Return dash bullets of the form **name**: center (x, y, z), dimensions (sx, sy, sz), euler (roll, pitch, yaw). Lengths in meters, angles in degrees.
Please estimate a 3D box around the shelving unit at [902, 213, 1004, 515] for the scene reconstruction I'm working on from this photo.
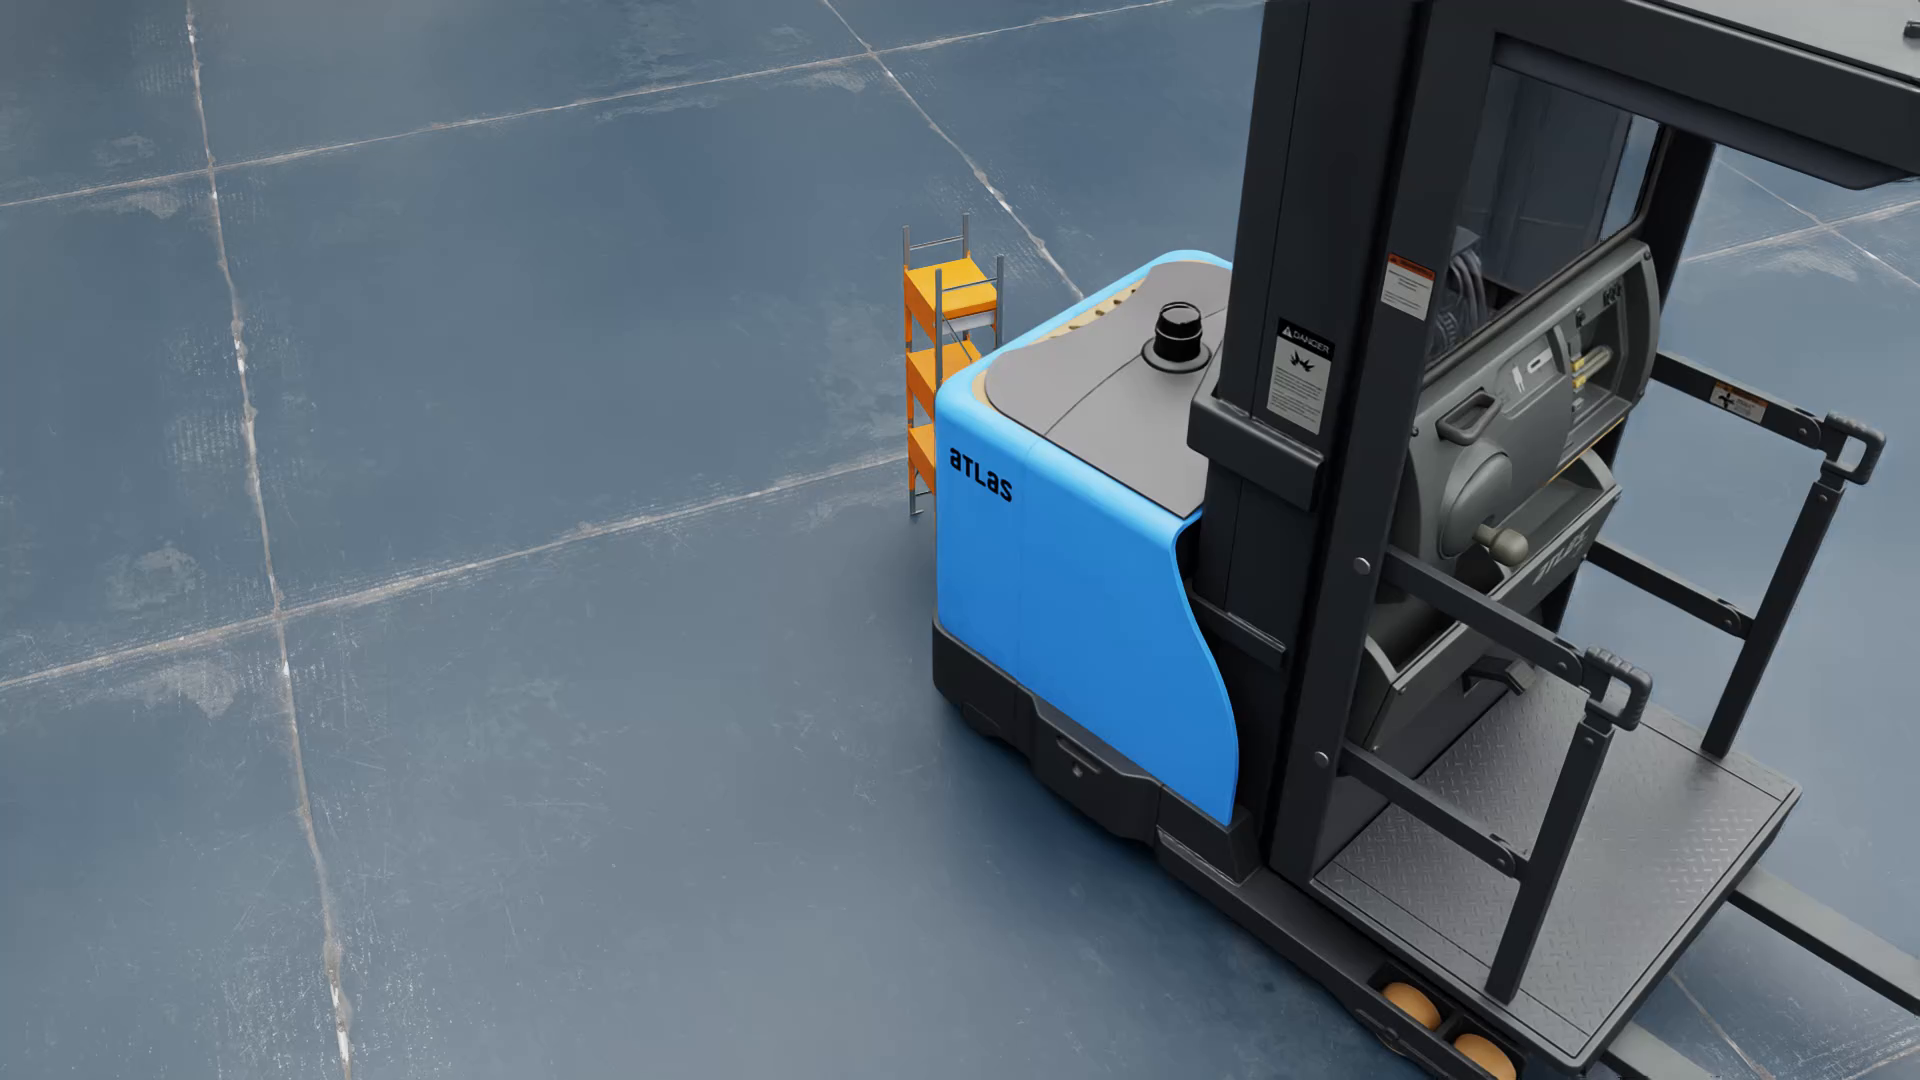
- **shelving unit**: center (-0.020, -0.430, 4.945), dimensions (0.215, 1.050, 0.252), euler (-15, 43, -17)

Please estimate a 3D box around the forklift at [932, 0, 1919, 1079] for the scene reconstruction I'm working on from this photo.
- **forklift**: center (1.319, -0.215, 3.252), dimensions (1.130, 2.935, 3.031), euler (-33, 51, -32)

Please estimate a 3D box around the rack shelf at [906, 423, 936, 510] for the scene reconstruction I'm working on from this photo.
- **rack shelf**: center (-0.020, -0.212, 5.133), dimensions (0.215, 0.259, 0.240), euler (-15, 43, -17)

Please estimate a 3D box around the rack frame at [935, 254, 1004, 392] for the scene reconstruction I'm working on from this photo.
- **rack frame**: center (0.026, -0.357, 4.860), dimensions (0.200, 1.050, 0.008), euler (-15, 43, -17)

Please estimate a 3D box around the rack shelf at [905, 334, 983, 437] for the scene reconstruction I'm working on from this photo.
- **rack shelf**: center (-0.020, -0.422, 4.952), dimensions (0.215, 0.259, 0.240), euler (-15, 43, -17)

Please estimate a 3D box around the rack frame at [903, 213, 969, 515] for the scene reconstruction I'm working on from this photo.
- **rack frame**: center (-0.067, -0.504, 5.031), dimensions (0.200, 1.050, 0.008), euler (-15, 43, -17)

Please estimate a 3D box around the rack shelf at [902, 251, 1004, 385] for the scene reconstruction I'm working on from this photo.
- **rack shelf**: center (-0.020, -0.637, 4.767), dimensions (0.215, 0.259, 0.240), euler (-15, 43, -17)
